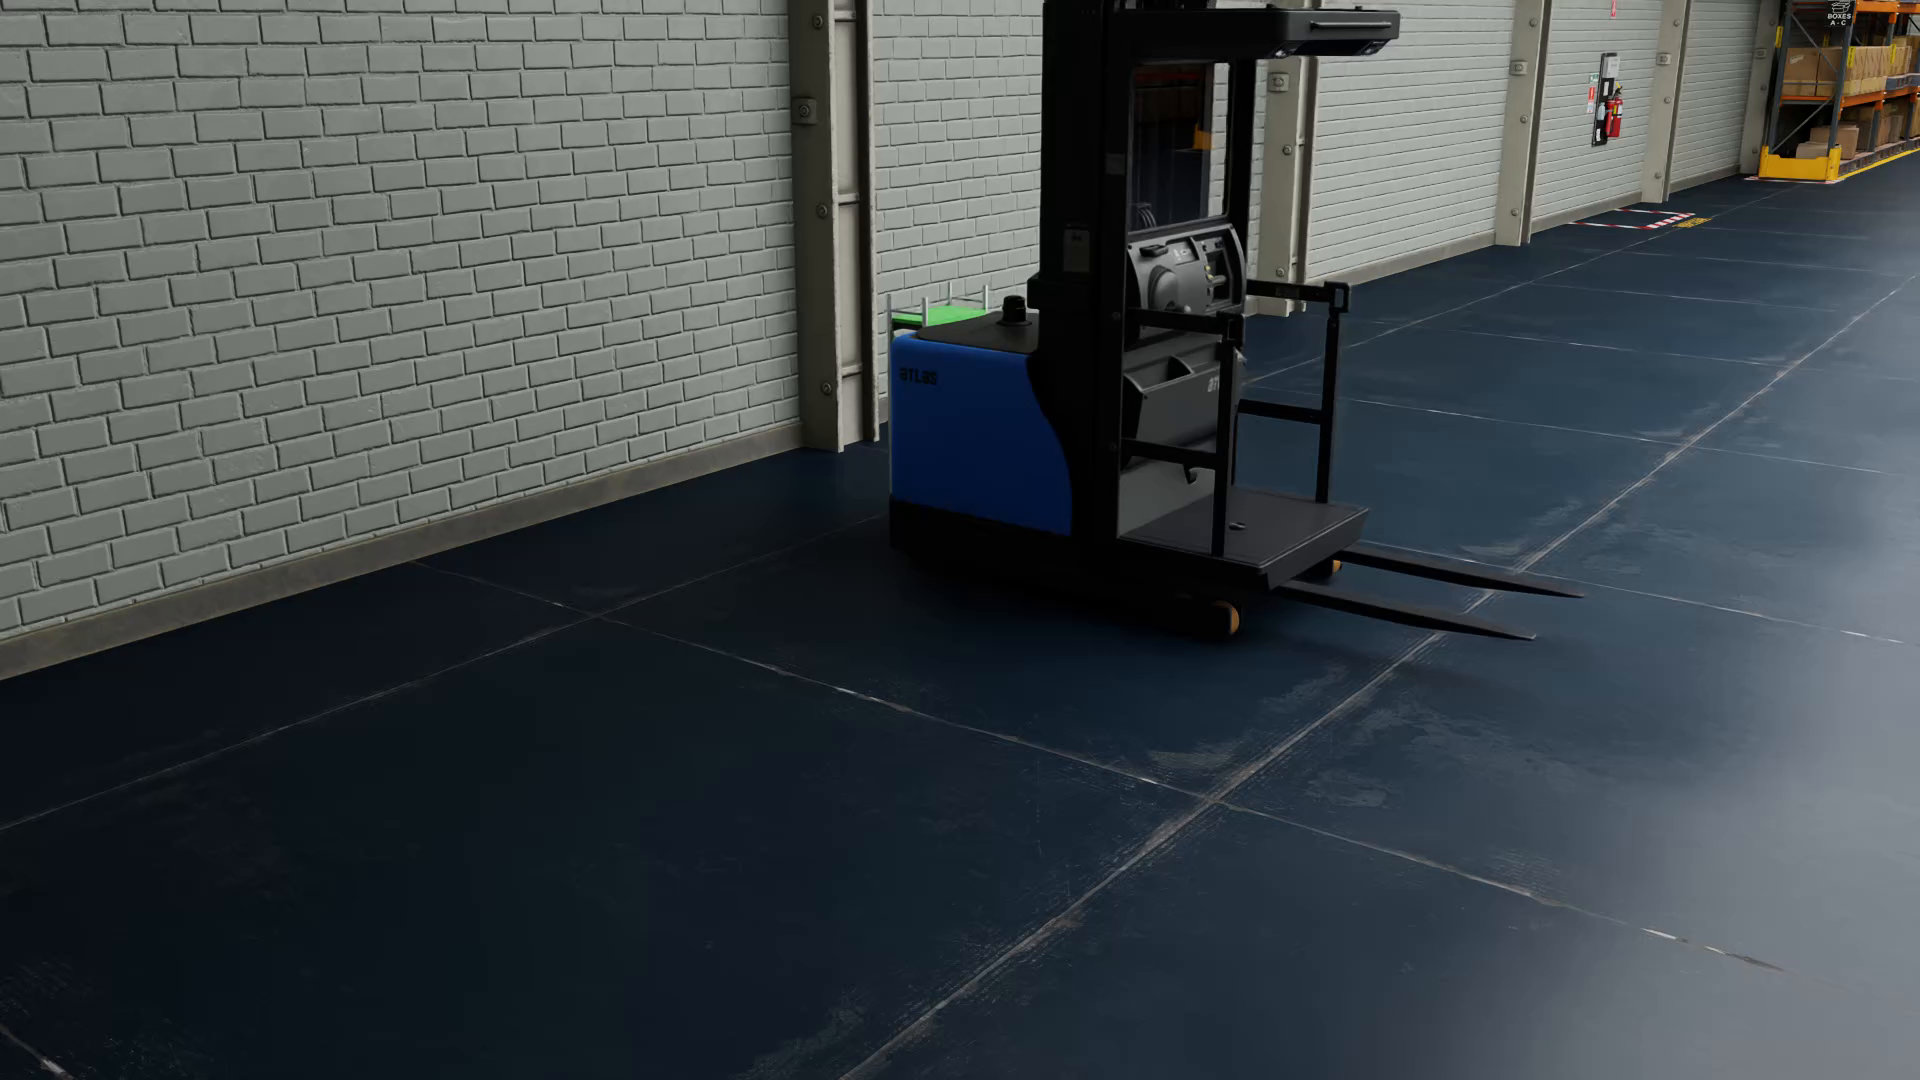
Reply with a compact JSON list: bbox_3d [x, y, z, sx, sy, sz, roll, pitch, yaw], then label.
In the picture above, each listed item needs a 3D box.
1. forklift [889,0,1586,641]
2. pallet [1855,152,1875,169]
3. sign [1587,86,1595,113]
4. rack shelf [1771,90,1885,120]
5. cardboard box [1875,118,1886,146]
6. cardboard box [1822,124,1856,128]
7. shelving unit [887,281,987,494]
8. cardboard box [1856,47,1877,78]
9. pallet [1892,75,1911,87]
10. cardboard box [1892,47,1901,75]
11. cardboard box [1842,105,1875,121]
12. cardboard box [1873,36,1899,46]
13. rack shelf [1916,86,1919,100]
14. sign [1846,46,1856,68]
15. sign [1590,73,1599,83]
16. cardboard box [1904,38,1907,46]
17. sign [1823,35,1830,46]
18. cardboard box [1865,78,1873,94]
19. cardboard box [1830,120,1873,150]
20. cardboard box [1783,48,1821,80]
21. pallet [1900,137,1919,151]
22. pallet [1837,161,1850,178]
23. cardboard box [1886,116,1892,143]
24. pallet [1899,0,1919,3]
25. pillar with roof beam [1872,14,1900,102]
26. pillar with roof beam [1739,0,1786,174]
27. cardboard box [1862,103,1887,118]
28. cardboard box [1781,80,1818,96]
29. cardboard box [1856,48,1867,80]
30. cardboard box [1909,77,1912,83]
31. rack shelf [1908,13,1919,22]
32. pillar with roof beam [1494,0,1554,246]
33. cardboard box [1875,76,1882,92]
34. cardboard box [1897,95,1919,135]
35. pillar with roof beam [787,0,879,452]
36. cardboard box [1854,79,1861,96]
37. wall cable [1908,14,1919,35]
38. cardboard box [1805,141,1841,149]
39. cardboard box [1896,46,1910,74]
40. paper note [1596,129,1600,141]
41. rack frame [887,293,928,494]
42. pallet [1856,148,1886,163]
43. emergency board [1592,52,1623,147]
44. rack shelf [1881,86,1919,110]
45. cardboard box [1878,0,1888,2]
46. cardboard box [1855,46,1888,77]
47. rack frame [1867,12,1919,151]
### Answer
[{"bbox_3d":[1.148,-1.159,7.034,3.031,2.935,1.130,12,21,35],"label":"forklift"},{"bbox_3d":[15.856,-6.880,30.042,1.003,0.211,1.213,12,21,35],"label":"pallet"},{"bbox_3d":[8.077,-5.637,21.278,0.001,0.329,0.234,12,21,35],"label":"sign"},{"bbox_3d":[15.036,-7.558,28.736,1.077,0.370,4.000,12,21,35],"label":"rack shelf"},{"bbox_3d":[17.257,-7.819,31.836,0.700,0.500,0.500,13,21,35],"label":"cardboard box"},{"bbox_3d":[15.642,-7.140,29.650,0.500,0.500,0.500,11,20,31],"label":"cardboard box"},{"bbox_3d":[-0.108,-0.658,8.340,0.258,1.200,0.503,12,21,35],"label":"shelving unit"},{"bbox_3d":[15.284,-8.145,28.368,0.500,0.500,0.500,13,22,36],"label":"cardboard box"},{"bbox_3d":[17.465,-8.760,31.718,1.003,0.211,1.213,12,21,35],"label":"pallet"},{"bbox_3d":[17.265,-9.045,31.402,0.700,0.500,0.500,16,24,42],"label":"cardboard box"},{"bbox_3d":[16.913,-8.036,31.271,0.500,0.250,0.500,12,21,34],"label":"cardboard box"},{"bbox_3d":[18.673,-10.042,33.554,0.500,0.250,0.500,13,22,36],"label":"cardboard box"},{"bbox_3d":[19.803,-9.463,34.872,1.077,0.370,4.000,12,21,35],"label":"rack shelf"},{"bbox_3d":[14.280,-7.743,26.659,0.100,0.325,0.005,12,21,35],"label":"sign"},{"bbox_3d":[8.087,-5.890,21.198,0.001,0.109,0.331,12,21,35],"label":"sign"},{"bbox_3d":[18.430,-9.811,32.773,0.380,0.149,0.250,9,20,28],"label":"cardboard box"},{"bbox_3d":[15.780,-9.028,30.305,0.100,0.325,0.005,12,21,35],"label":"sign"},{"bbox_3d":[15.300,-7.789,28.489,0.500,0.250,0.500,13,21,35],"label":"cardboard box"},{"bbox_3d":[16.653,-7.572,31.043,0.700,0.500,0.500,13,22,37],"label":"cardboard box"},{"bbox_3d":[13.955,-7.871,27.486,0.500,0.500,0.500,12,21,34],"label":"cardboard box"},{"bbox_3d":[19.142,-8.173,34.207,1.003,0.211,1.213,12,21,35],"label":"pallet"},{"bbox_3d":[14.402,-6.299,28.170,1.003,0.211,1.213,12,21,35],"label":"pallet"},{"bbox_3d":[17.824,-8.064,32.626,0.700,0.500,0.500,12,21,35],"label":"cardboard box"},{"bbox_3d":[16.681,-9.849,30.159,1.213,0.211,1.003,12,21,35],"label":"pallet"},{"bbox_3d":[24.174,-12.707,33.989,9.100,9.000,0.400,12,21,35],"label":"pillar with roof beam"},{"bbox_3d":[17.024,-9.849,24.785,9.100,9.000,0.400,12,21,35],"label":"pillar with roof beam"},{"bbox_3d":[17.532,-8.276,32.045,0.500,0.250,0.500,12,21,34],"label":"cardboard box"},{"bbox_3d":[13.967,-7.508,27.584,0.500,0.250,0.500,13,21,35],"label":"cardboard box"},{"bbox_3d":[14.673,-7.898,27.572,0.500,0.500,0.500,12,21,35],"label":"cardboard box"},{"bbox_3d":[18.993,-9.257,33.386,0.380,0.149,0.250,12,21,34],"label":"cardboard box"},{"bbox_3d":[22.186,-11.848,37.495,1.077,0.370,4.000,12,21,35],"label":"rack shelf"},{"bbox_3d":[9.874,-6.991,15.582,9.100,9.000,0.400,12,21,35],"label":"pillar with roof beam"},{"bbox_3d":[15.886,-8.032,29.270,0.500,0.250,0.500,13,21,35],"label":"cardboard box"},{"bbox_3d":[19.682,-8.864,34.646,0.750,0.750,0.750,12,21,34],"label":"cardboard box"},{"bbox_3d":[2.724,-4.133,6.378,9.100,9.000,0.400,12,21,35],"label":"pillar with roof beam"},{"bbox_3d":[14.688,-7.549,27.715,0.500,0.250,0.500,12,21,33],"label":"cardboard box"},{"bbox_3d":[23.381,-12.193,40.737,0.084,1.984,1.851,12,21,35],"label":"wall cable"},{"bbox_3d":[14.669,-6.636,28.346,0.500,0.311,0.500,15,22,39],"label":"cardboard box"},{"bbox_3d":[18.028,-9.337,32.341,0.700,0.500,0.500,10,20,30],"label":"cardboard box"},{"bbox_3d":[8.328,-5.283,21.683,0.016,0.148,0.142,12,21,35],"label":"paper note"},{"bbox_3d":[-0.254,-0.600,8.153,0.240,1.200,0.015,12,21,35],"label":"rack frame"},{"bbox_3d":[16.691,-7.232,31.175,1.003,0.211,1.213,12,21,35],"label":"pallet"},{"bbox_3d":[8.489,-5.734,21.649,0.194,1.169,0.643,12,21,35],"label":"emergency board"},{"bbox_3d":[17.420,-8.510,31.804,1.077,0.370,4.000,12,21,35],"label":"rack shelf"},{"bbox_3d":[15.814,-9.585,28.792,0.500,0.500,0.500,10,20,30],"label":"cardboard box"},{"bbox_3d":[15.902,-8.387,29.147,0.500,0.500,0.500,12,21,34],"label":"cardboard box"},{"bbox_3d":[18.611,-9.330,33.231,1.000,3.000,0.127,12,21,35],"label":"rack frame"}]
